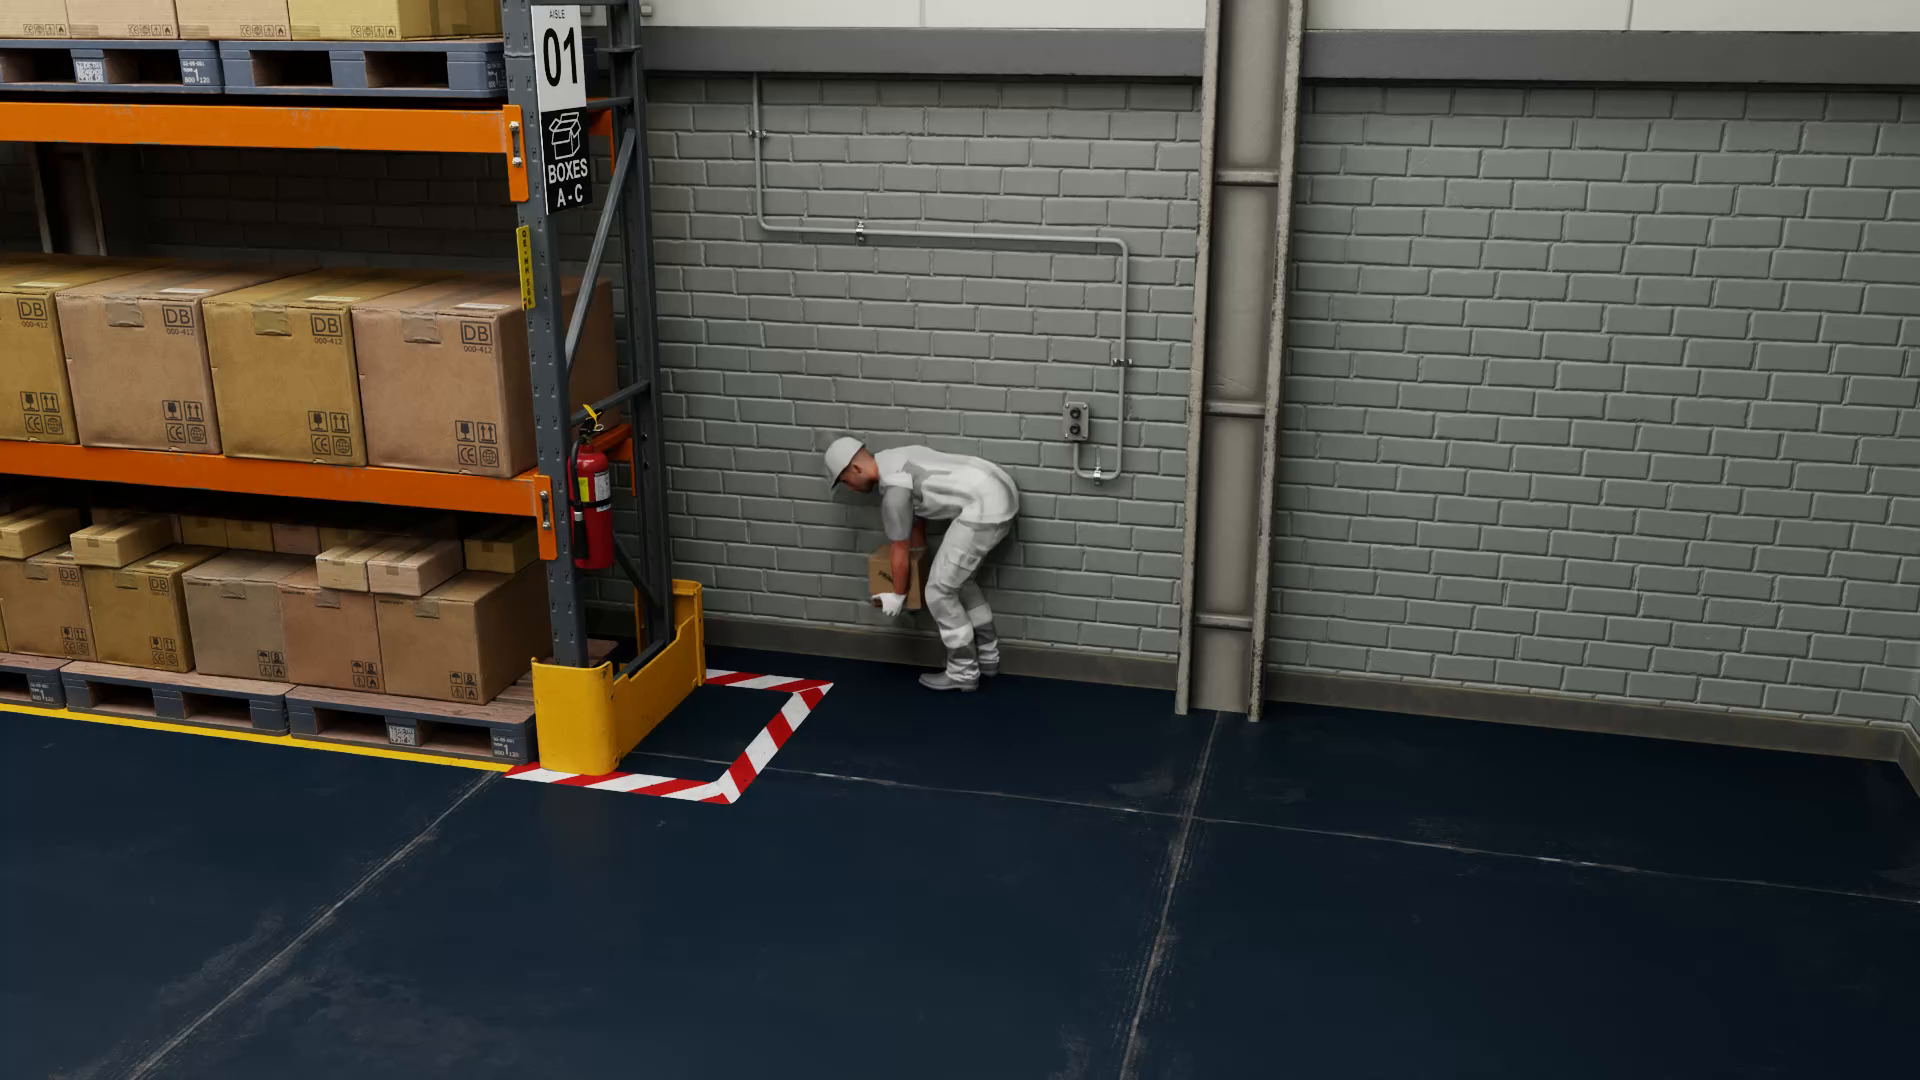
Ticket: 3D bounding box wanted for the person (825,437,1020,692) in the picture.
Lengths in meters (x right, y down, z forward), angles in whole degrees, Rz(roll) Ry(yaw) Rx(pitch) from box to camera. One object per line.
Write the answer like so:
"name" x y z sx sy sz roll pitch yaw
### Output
"person" -0.187 0.106 8.115 0.950 1.213 0.485 4 19 13
